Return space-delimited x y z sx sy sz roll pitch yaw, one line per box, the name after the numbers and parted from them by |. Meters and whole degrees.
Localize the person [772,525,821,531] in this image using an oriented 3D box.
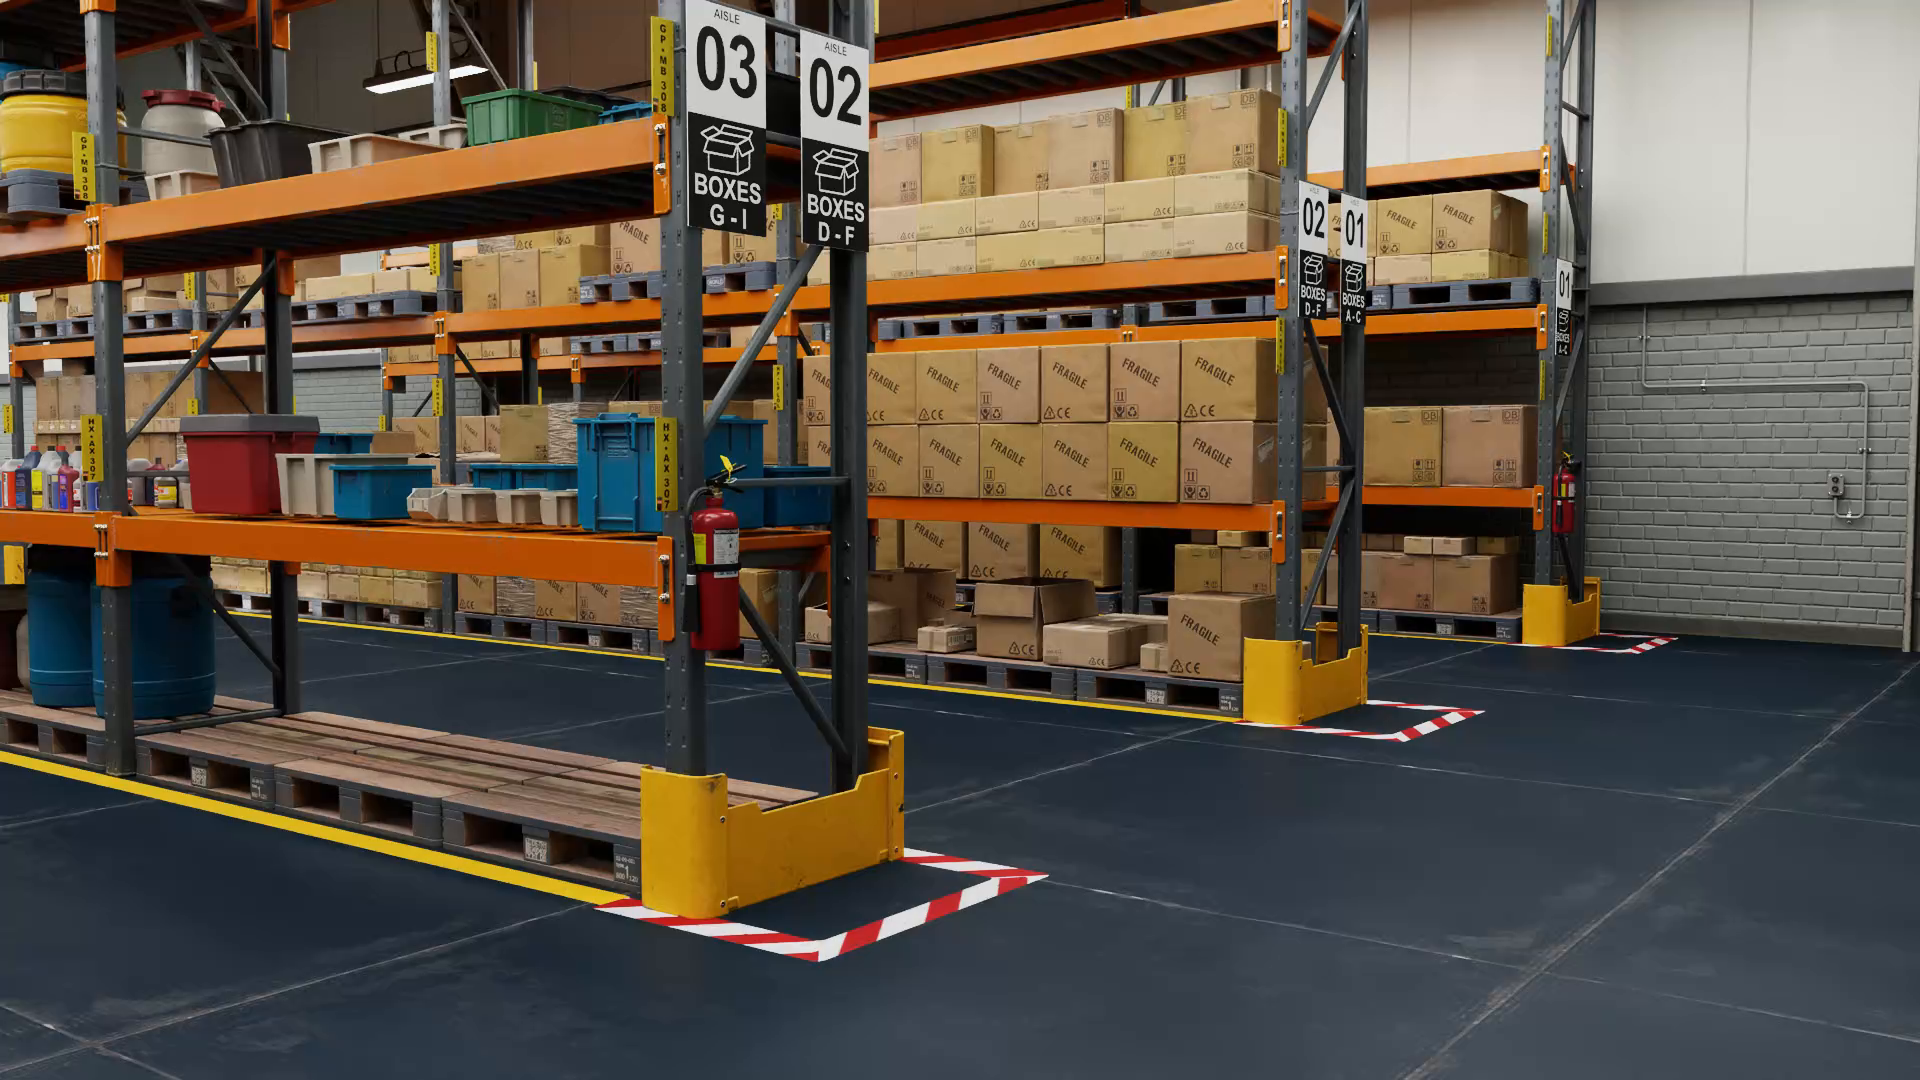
-1.722 -0.208 17.422 0.554 1.771 0.386 -2 4 -35 | person
